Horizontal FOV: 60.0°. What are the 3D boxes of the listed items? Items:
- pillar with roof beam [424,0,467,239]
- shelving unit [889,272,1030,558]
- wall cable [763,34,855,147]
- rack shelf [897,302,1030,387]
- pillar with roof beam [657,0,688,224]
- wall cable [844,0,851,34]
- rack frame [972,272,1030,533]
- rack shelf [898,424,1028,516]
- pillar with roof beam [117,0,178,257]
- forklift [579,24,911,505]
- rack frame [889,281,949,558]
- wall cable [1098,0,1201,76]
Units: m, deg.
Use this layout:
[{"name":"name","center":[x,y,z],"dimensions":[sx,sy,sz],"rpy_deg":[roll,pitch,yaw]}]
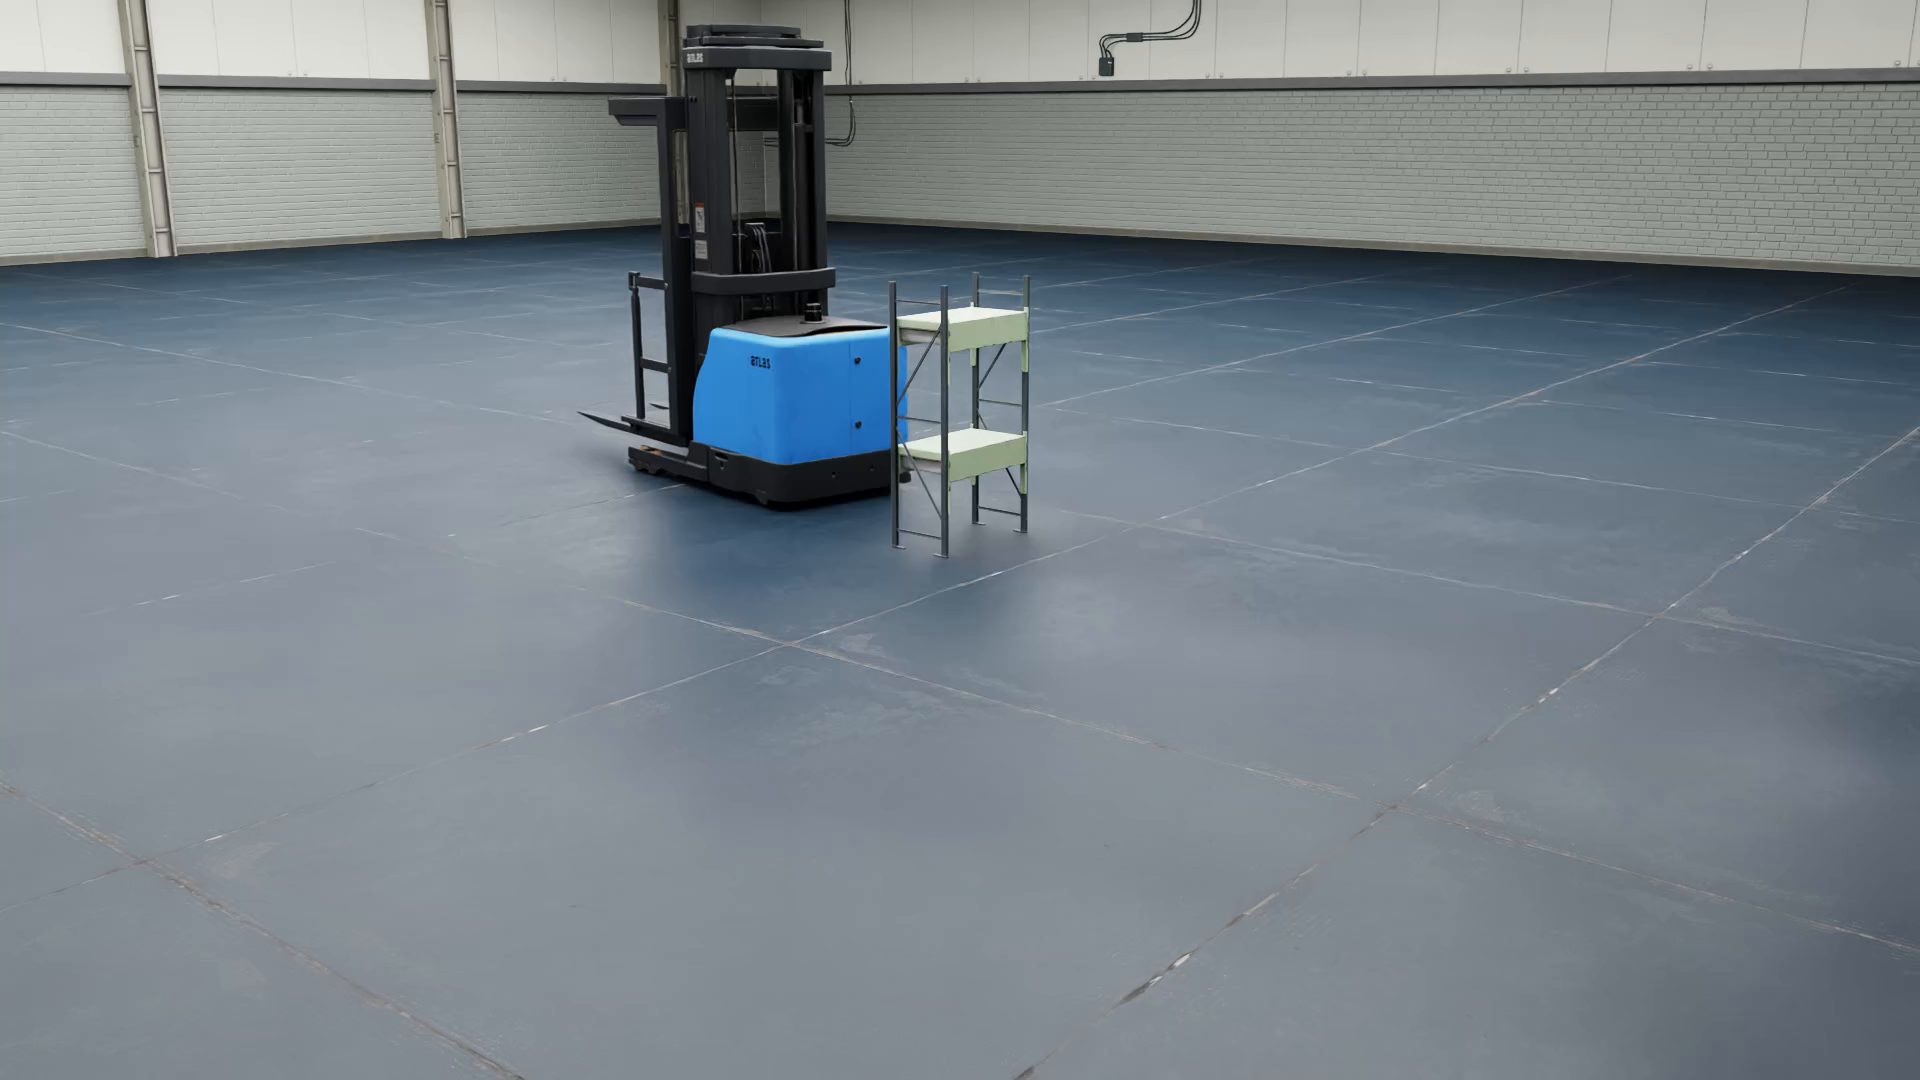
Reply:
[{"name":"pillar with roof beam","center":[-6.937,-9.846,30.103],"dimensions":[9.100,9.000,0.400],"rpy_deg":[11,18,38]},{"name":"shelving unit","center":[0.004,-0.728,9.443],"dimensions":[0.431,1.500,0.755],"rpy_deg":[11,18,38]},{"name":"wall cable","center":[-3.634,-10.516,39.047],"dimensions":[3.097,2.526,0.112],"rpy_deg":[11,18,38]},{"name":"rack shelf","center":[0.004,-1.106,9.347],"dimensions":[0.431,0.370,0.720],"rpy_deg":[11,18,38]},{"name":"pillar with roof beam","center":[-3.166,-10.995,34.627],"dimensions":[9.100,9.000,0.400],"rpy_deg":[11,18,38]},{"name":"wall cable","center":[-1.530,-12.545,36.777],"dimensions":[3.097,2.526,0.112],"rpy_deg":[11,18,38]},{"name":"rack frame","center":[0.234,-0.798,9.719],"dimensions":[0.400,1.500,0.023],"rpy_deg":[11,18,38]},{"name":"rack shelf","center":[0.004,-0.412,9.524],"dimensions":[0.431,0.370,0.720],"rpy_deg":[11,18,38]},{"name":"pillar with roof beam","center":[-10.708,-8.697,25.580],"dimensions":[9.100,9.000,0.400],"rpy_deg":[11,18,38]},{"name":"forklift","center":[-1.648,-1.938,11.301],"dimensions":[1.130,2.935,3.031],"rpy_deg":[-12,18,-38]},{"name":"rack frame","center":[-0.226,-0.658,9.167],"dimensions":[0.400,1.500,0.023],"rpy_deg":[11,18,38]},{"name":"wall cable","center":[3.740,-12.197,32.451],"dimensions":[2.305,6.003,0.169],"rpy_deg":[11,18,38]}]
